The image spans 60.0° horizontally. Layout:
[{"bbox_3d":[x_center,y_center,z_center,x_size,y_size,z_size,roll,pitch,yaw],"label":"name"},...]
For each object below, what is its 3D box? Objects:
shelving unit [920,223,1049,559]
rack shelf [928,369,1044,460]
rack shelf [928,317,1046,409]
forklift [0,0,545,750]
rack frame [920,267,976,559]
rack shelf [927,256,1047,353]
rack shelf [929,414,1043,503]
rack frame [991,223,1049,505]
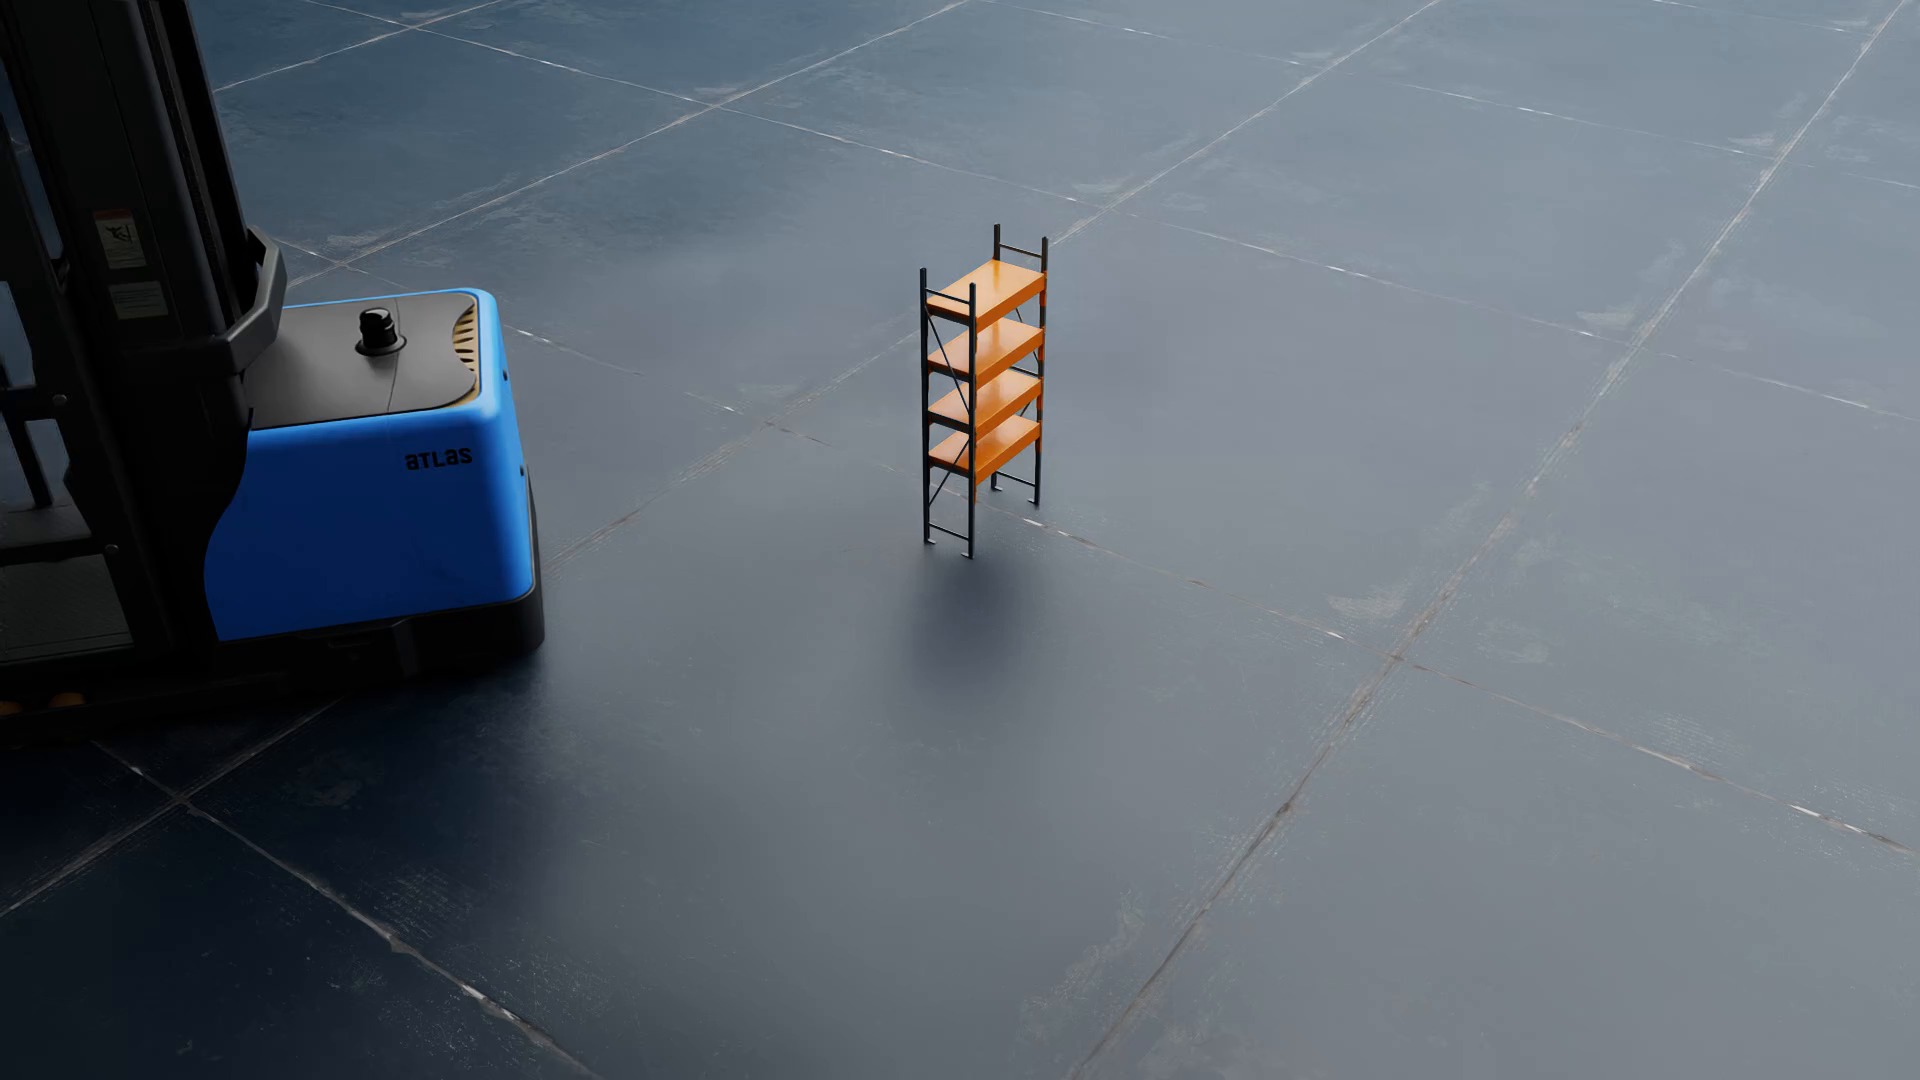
[{"bbox_3d":[0.094,-0.573,6.527,0.258,1.200,0.503,21,39,28],"label":"shelving unit"},{"bbox_3d":[0.094,-0.517,6.564,0.258,0.148,0.480,21,39,28],"label":"rack shelf"},{"bbox_3d":[0.094,-0.703,6.439,0.258,0.148,0.480,21,39,28],"label":"rack shelf"},{"bbox_3d":[-3.095,-0.824,5.352,3.031,2.935,1.130,-8,35,-12],"label":"forklift"},{"bbox_3d":[-0.045,-0.461,6.360,0.240,1.200,0.015,21,39,28],"label":"rack frame"},{"bbox_3d":[0.094,-0.899,6.306,0.258,0.148,0.480,21,39,28],"label":"rack shelf"},{"bbox_3d":[0.094,-0.353,6.675,0.258,0.148,0.480,21,39,28],"label":"rack shelf"},{"bbox_3d":[0.234,-0.685,6.693,0.240,1.200,0.015,21,39,28],"label":"rack frame"}]
